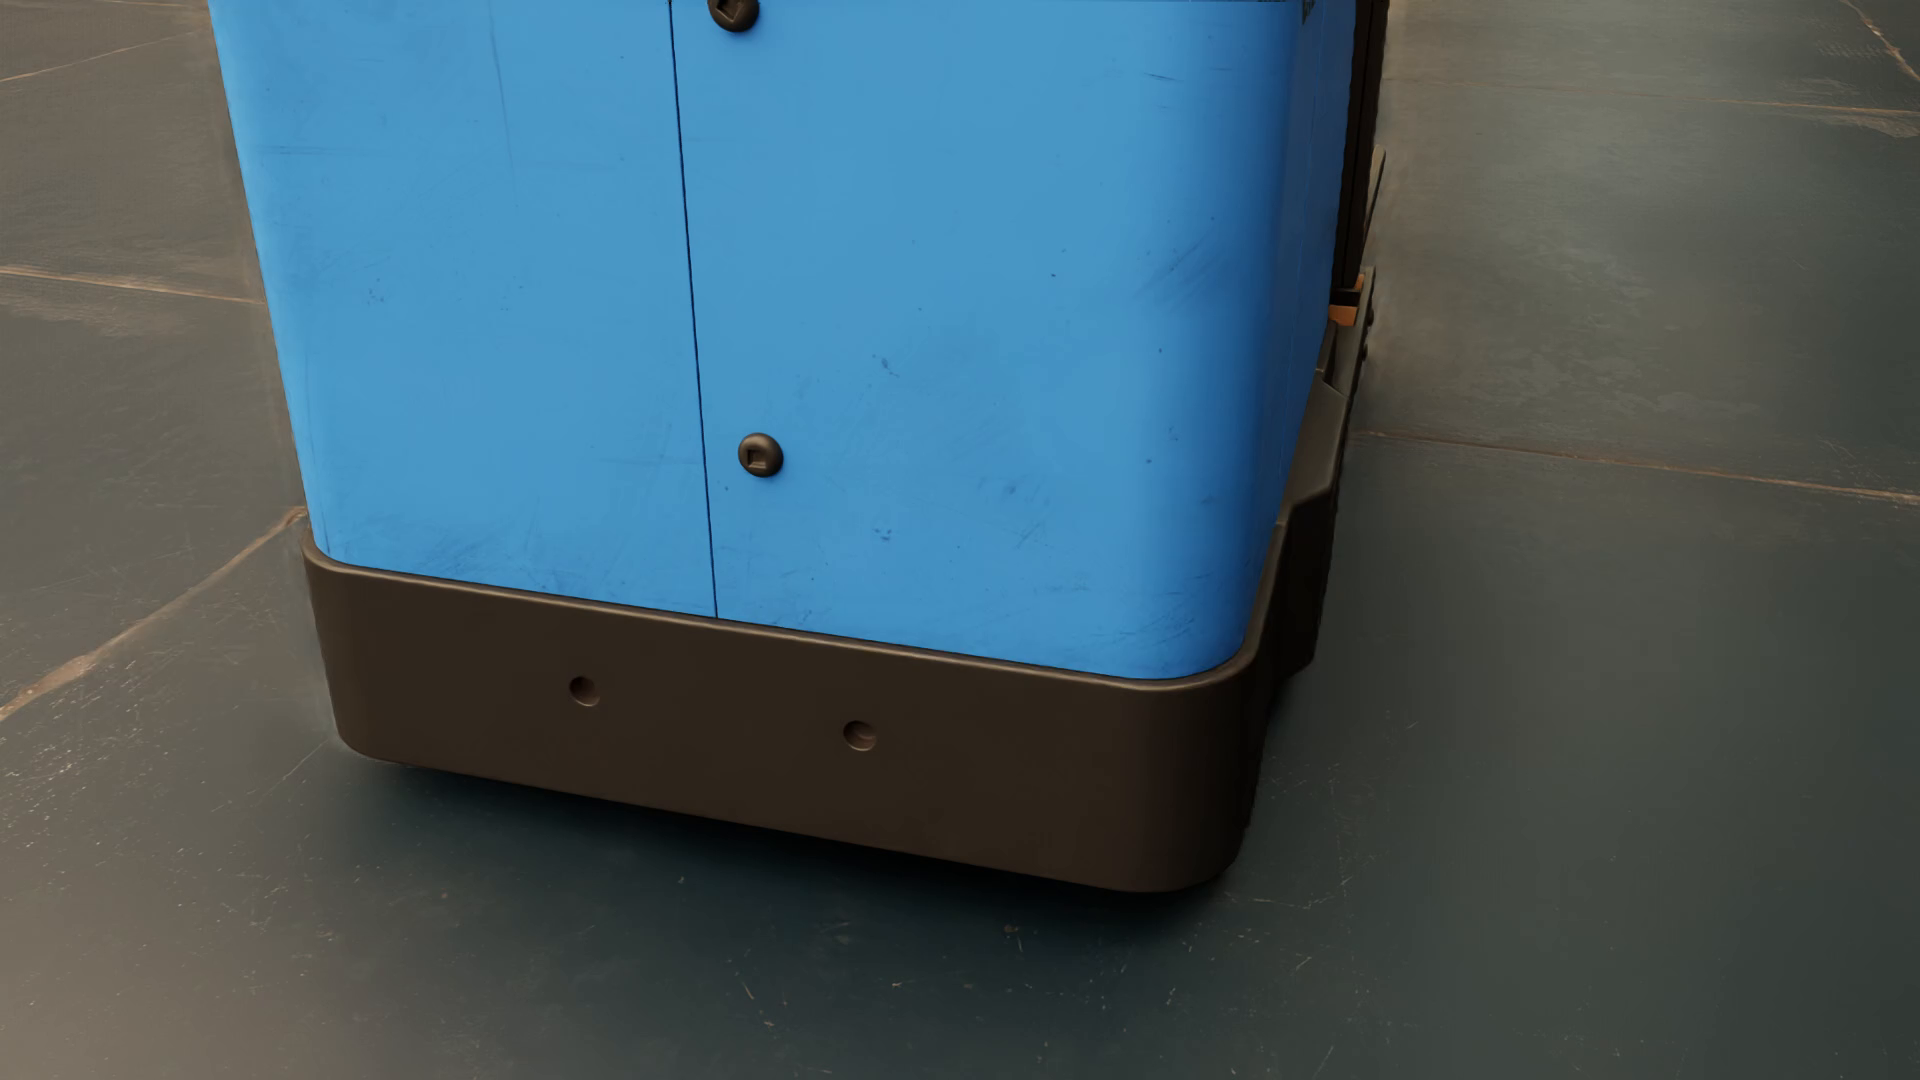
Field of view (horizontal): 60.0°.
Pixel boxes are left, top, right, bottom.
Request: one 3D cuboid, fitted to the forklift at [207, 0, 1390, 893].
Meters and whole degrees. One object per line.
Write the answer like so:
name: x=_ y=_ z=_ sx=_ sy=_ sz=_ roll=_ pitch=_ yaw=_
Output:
forklift: x=0.168 y=-1.605 z=2.421 sx=1.130 sy=2.935 sz=3.031 roll=7 pitch=28 yaw=14
